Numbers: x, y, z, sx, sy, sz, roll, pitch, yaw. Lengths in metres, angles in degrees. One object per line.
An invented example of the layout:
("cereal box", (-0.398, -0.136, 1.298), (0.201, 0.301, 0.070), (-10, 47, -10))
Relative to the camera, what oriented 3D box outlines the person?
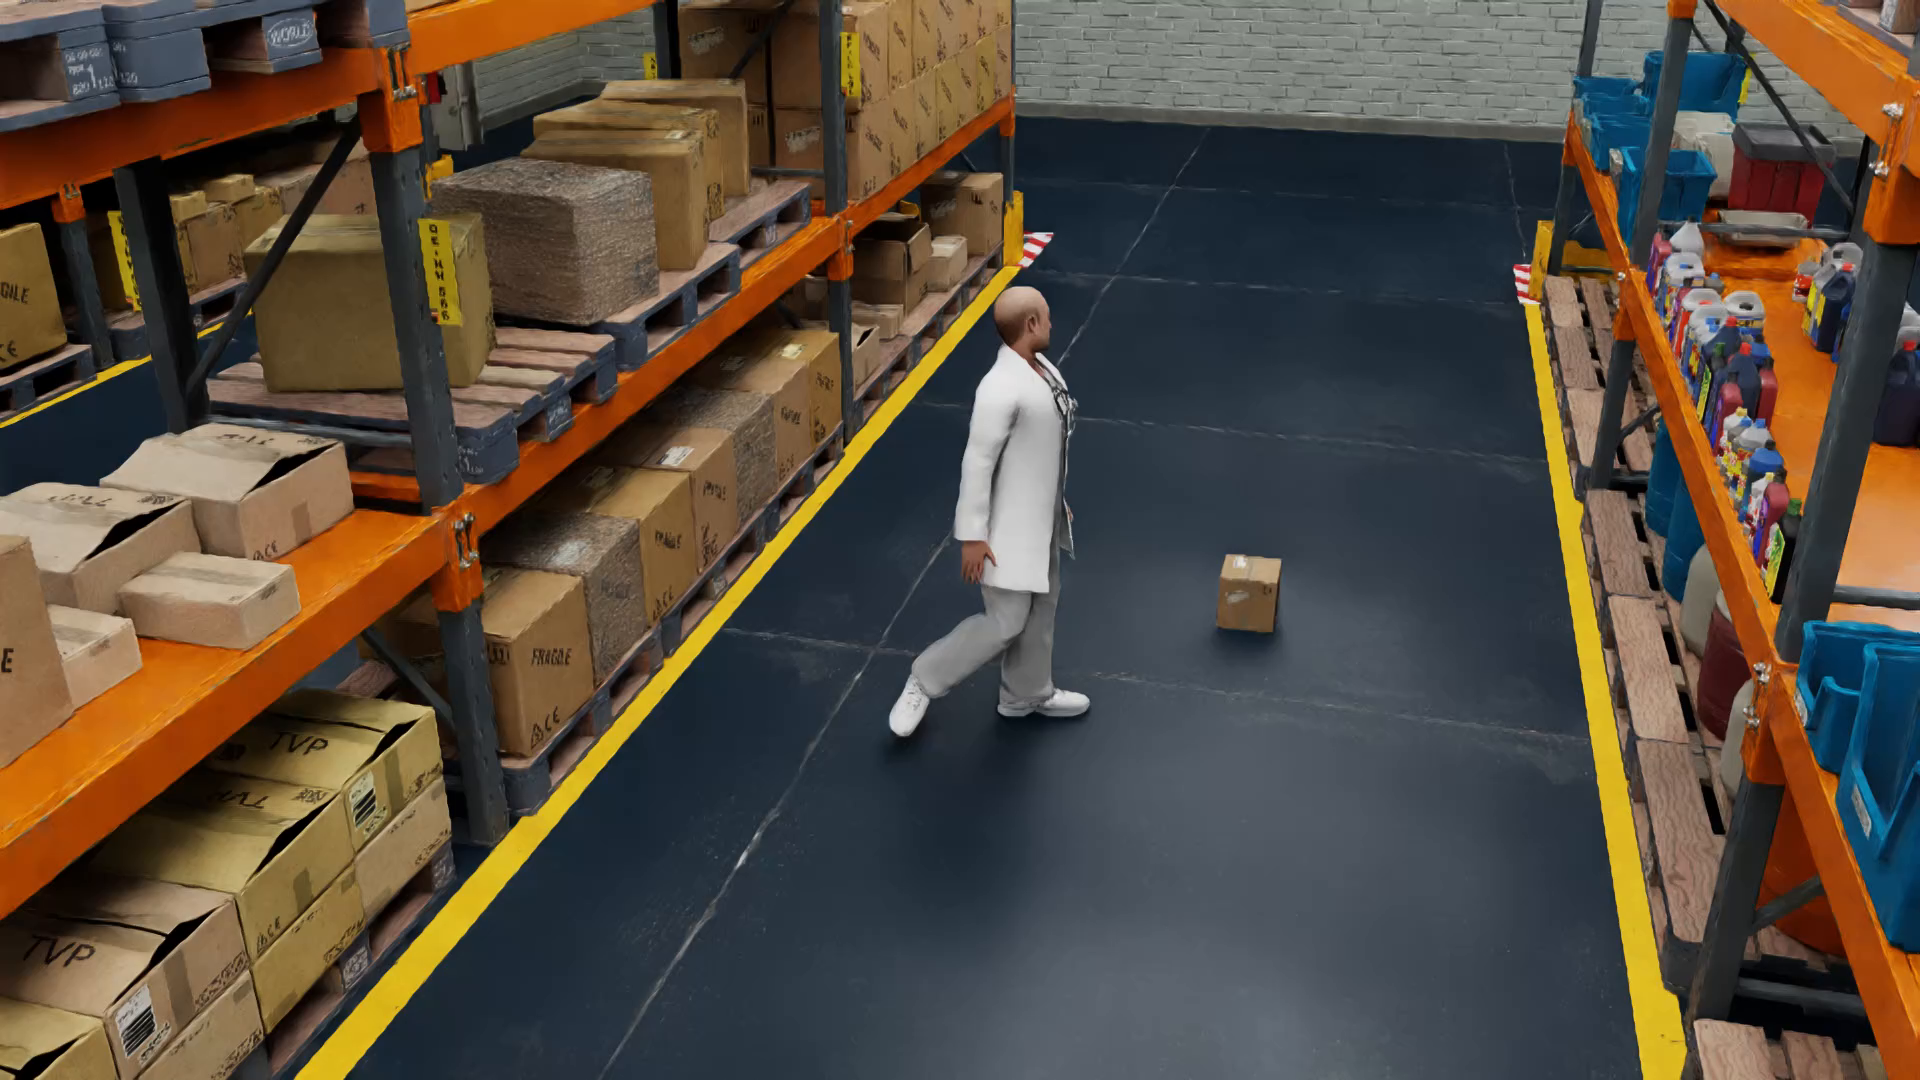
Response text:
("person", (0.140, -0.068, 6.272), (0.666, 1.773, 0.787), (9, 26, 18))
